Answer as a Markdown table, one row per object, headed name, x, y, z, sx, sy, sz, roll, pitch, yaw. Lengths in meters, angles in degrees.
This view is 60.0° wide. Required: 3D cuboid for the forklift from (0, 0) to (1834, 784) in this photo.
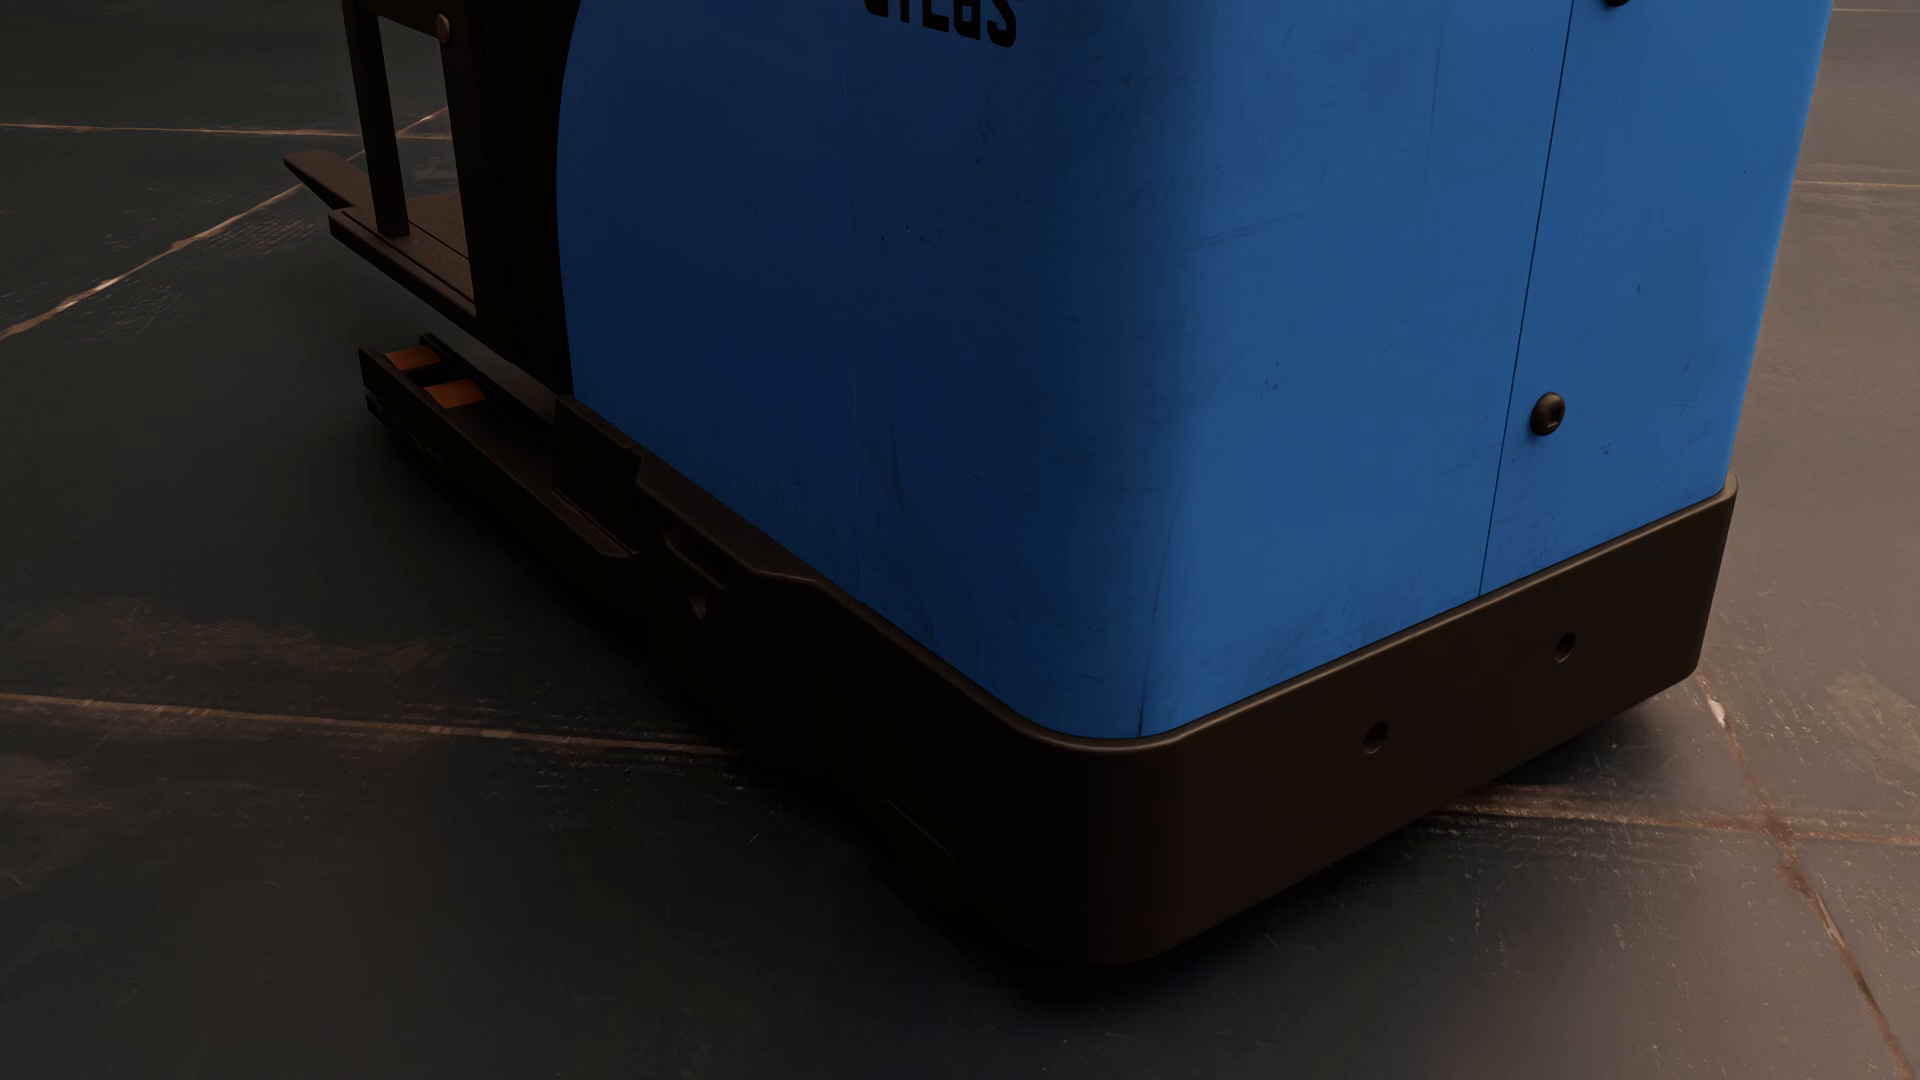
| name | x | y | z | sx | sy | sz | roll | pitch | yaw |
| --- | --- | --- | --- | --- | --- | --- | --- | --- | --- |
| forklift | -0.616 | -1.272 | 1.766 | 3.031 | 2.935 | 1.130 | -2 | 27 | -3 |
